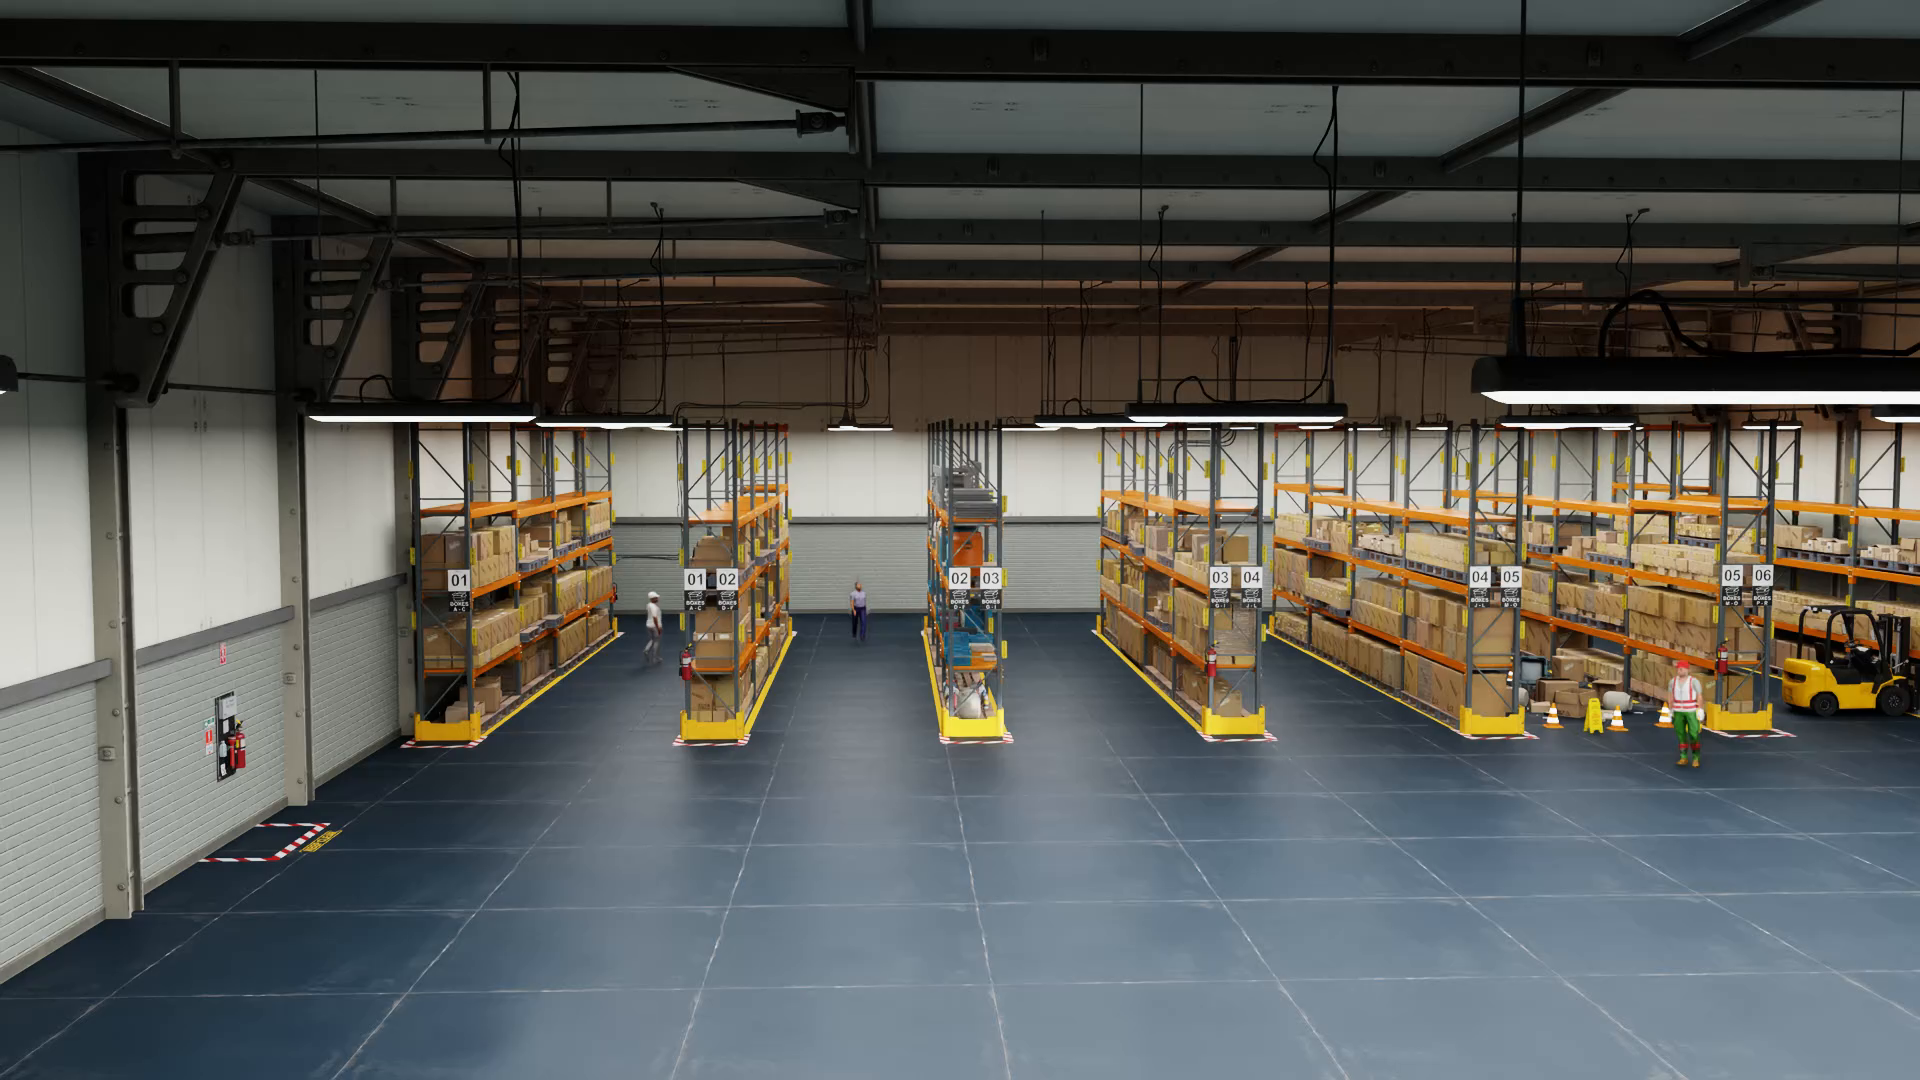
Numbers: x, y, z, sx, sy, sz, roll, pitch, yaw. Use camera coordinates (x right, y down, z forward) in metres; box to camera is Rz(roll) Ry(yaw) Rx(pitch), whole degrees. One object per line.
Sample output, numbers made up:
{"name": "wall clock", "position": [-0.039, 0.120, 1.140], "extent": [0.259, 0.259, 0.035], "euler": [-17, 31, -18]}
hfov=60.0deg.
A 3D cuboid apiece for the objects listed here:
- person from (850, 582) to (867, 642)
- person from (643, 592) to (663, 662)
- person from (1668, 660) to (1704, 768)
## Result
{"name": "person", "position": [-2.741, 1.927, 44.905], "extent": [0.467, 1.598, 0.920], "euler": [0, 4, -7]}
{"name": "person", "position": [-7.661, 2.172, 41.500], "extent": [0.557, 1.758, 0.542], "euler": [3, 5, 38]}
{"name": "person", "position": [12.513, 2.999, 28.724], "extent": [0.599, 1.833, 0.378], "euler": [3, 5, 42]}
